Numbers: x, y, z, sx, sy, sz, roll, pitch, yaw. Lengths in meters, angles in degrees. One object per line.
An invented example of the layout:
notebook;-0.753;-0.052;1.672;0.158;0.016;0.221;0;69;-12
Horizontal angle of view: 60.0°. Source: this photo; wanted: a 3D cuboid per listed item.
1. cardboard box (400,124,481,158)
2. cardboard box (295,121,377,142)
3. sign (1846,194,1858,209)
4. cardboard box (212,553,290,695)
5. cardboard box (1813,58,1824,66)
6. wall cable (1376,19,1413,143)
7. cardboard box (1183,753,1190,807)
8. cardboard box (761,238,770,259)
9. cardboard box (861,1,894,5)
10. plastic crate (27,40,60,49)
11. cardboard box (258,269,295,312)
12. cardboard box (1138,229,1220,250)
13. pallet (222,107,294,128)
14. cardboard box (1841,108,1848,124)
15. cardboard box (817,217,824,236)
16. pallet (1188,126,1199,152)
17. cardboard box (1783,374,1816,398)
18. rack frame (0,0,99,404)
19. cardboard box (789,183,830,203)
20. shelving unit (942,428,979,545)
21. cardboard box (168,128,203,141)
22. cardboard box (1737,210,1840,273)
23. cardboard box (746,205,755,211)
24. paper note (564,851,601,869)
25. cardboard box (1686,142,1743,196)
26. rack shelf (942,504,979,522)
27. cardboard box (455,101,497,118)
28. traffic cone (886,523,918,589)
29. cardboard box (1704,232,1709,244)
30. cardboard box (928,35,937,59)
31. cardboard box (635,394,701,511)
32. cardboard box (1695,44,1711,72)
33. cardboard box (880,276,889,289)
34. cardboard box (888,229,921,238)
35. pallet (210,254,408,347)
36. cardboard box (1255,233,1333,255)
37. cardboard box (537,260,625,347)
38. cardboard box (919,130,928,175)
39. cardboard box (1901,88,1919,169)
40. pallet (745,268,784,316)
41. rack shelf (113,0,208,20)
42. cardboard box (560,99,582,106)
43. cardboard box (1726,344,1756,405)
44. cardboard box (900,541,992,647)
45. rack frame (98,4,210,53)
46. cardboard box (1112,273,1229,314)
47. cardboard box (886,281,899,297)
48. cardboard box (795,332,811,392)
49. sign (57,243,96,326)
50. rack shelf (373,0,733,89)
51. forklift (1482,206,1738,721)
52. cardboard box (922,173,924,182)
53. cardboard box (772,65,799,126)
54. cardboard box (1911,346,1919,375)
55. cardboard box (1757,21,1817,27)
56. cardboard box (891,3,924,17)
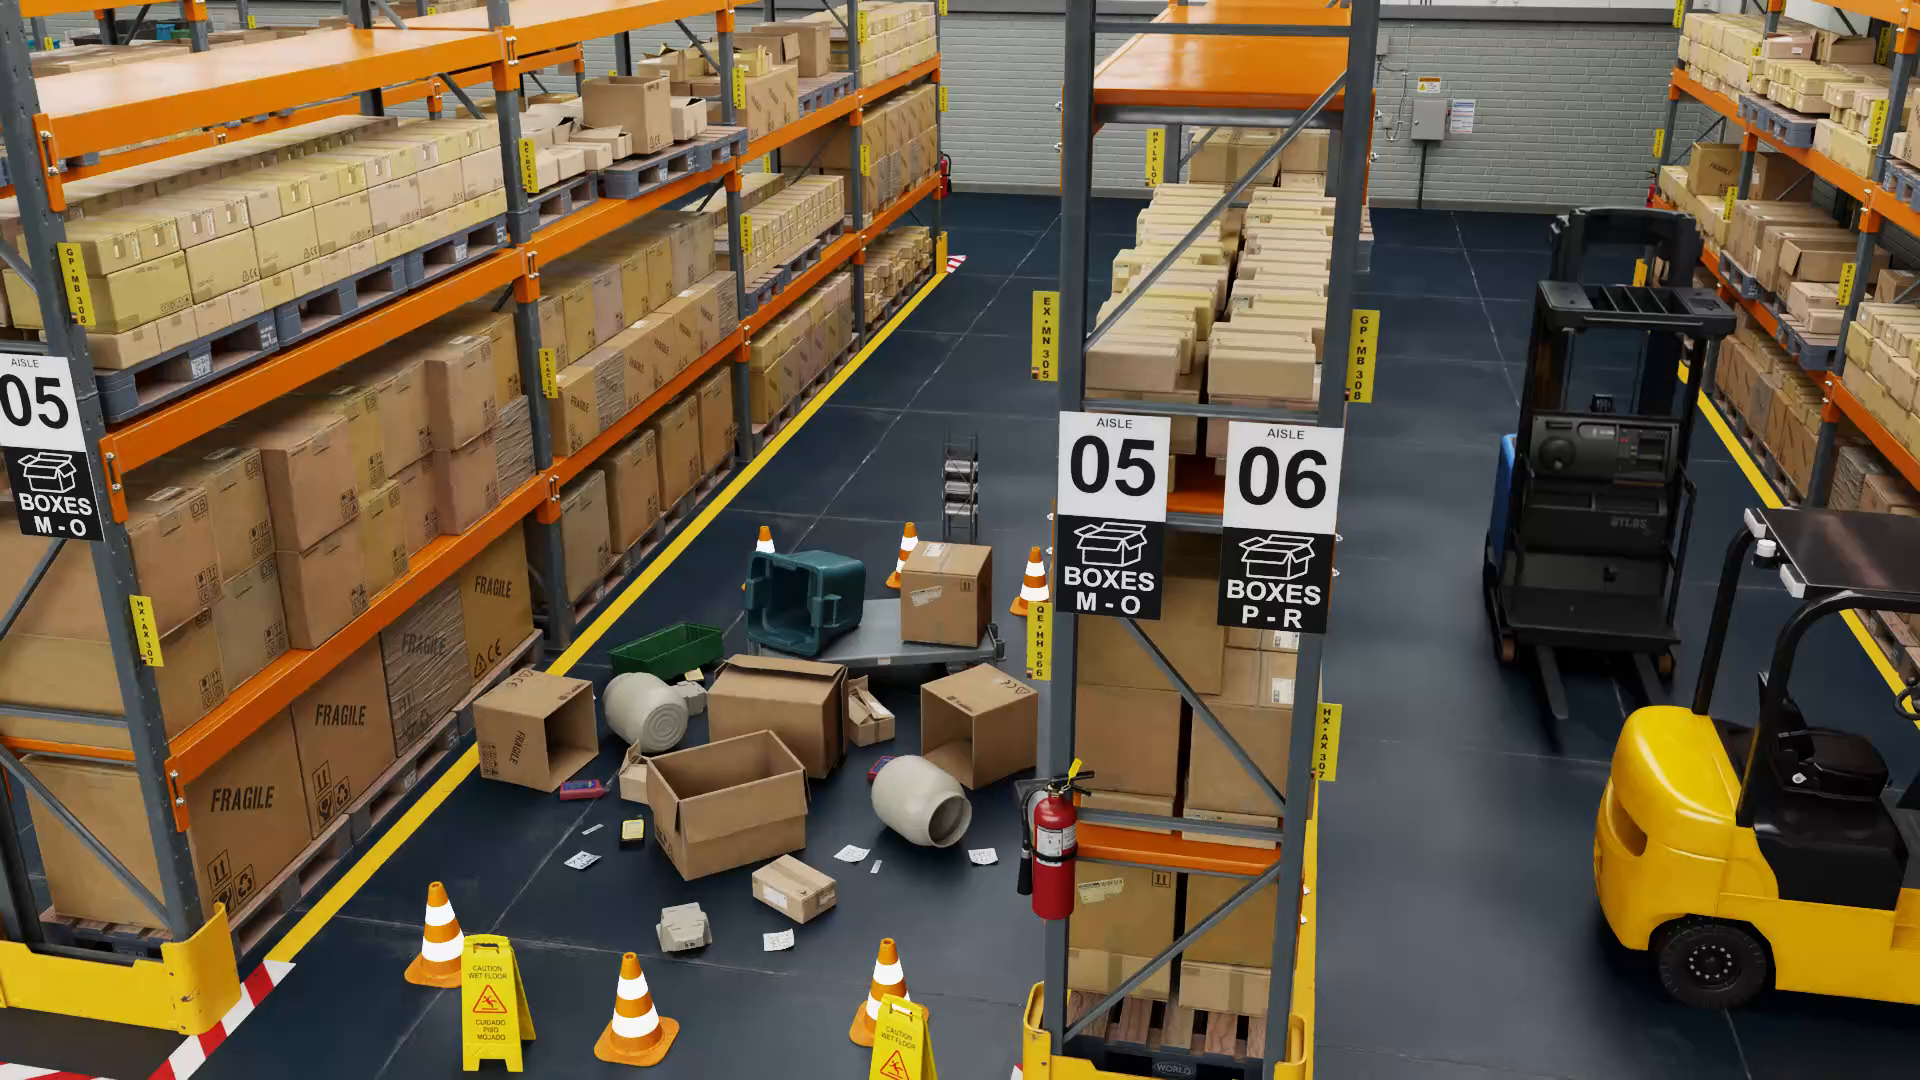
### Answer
cardboard box;-3.017;-2.315;9.643;0.380;0.149;0.250;4;22;11
cardboard box;-3.661;-2.364;9.767;0.380;0.149;0.250;4;22;10
sign;8.700;-3.384;16.190;0.100;0.325;0.005;4;22;11
cardboard box;-3.897;0.372;8.214;0.875;0.550;0.550;4;22;11
cardboard box;8.209;-4.423;15.548;0.380;0.149;0.250;4;22;10
wall cable;6.631;-7.159;25.754;0.588;1.984;0.122;4;22;11
cardboard box;1.157;1.039;7.096;0.380;0.149;0.250;5;22;12
cardboard box;-1.987;-2.717;15.461;0.380;0.149;0.250;4;22;9
cardboard box;-1.043;-6.705;20.971;0.380;0.149;0.250;4;22;10
plastic crate;-11.381;-6.069;20.616;0.416;0.233;0.300;4;22;11
cardboard box;-3.429;-1.203;7.950;0.380;0.149;0.250;5;22;11
cardboard box;1.068;-1.413;8.100;0.380;0.149;0.250;4;22;10
pallet;-7.142;-4.101;15.758;1.213;0.211;1.003;6;23;13
cardboard box;7.435;-3.449;13.553;0.380;0.149;0.250;5;22;11
cardboard box;-1.614;-3.245;17.170;0.380;0.149;0.250;3;22;8
pallet;2.560;-3.345;13.882;1.213;0.211;1.003;6;23;13
cardboard box;7.464;-1.340;14.582;0.380;0.149;0.250;4;22;10
rack frame;-4.019;-1.999;6.272;1.000;3.000;0.127;4;22;11
cardboard box;-1.570;-3.605;17.267;0.380;0.149;0.250;4;22;9
shelving unit;0.002;-0.420;13.193;0.258;0.900;0.210;4;22;11
cardboard box;-7.078;-3.686;14.677;0.500;0.250;0.500;5;22;11
cardboard box;7.733;-2.780;15.544;0.700;0.500;0.500;5;22;12
cardboard box;-2.309;-3.329;16.980;0.380;0.149;0.250;5;23;13
paper note;-2.045;1.733;9.012;0.144;0.017;0.142;13;25;29
cardboard box;8.310;-4.073;18.250;0.500;0.500;0.500;5;22;12
rack shelf;0.002;-0.223;13.273;0.258;0.077;0.200;4;22;11
cardboard box;-6.153;-5.371;21.474;0.500;0.500;0.500;4;22;9
traffic cone;-0.373;0.095;12.497;0.336;0.463;0.334;4;22;11
cardboard box;8.115;-3.195;17.607;0.380;0.149;0.250;5;22;12
cardboard box;-0.588;-6.203;20.926;0.500;0.250;0.500;4;22;10
cardboard box;-2.774;-0.758;13.669;1.050;0.750;0.750;5;22;12
cardboard box;8.414;-5.295;18.274;0.500;0.250;0.500;4;22;9
cardboard box;-1.068;-3.112;19.922;0.380;0.149;0.250;6;23;13
cardboard box;-0.721;-3.916;21.519;0.380;0.149;0.250;5;22;12
pallet;-3.631;-1.286;8.636;1.003;0.211;1.213;4;22;11
cardboard box;1.614;-1.371;7.997;0.380;0.149;0.250;5;22;12
cardboard box;-2.901;-1.745;12.198;0.700;0.500;0.500;5;22;11
cardboard box;-0.704;-4.880;20.924;0.500;0.500;0.500;4;22;10
cardboard box;6.954;-2.857;11.588;0.500;0.500;0.500;5;22;11
pallet;-2.345;-2.322;15.360;1.213;0.211;1.003;4;22;11
rack shelf;-6.813;-5.552;16.592;1.077;0.370;4.000;4;22;11
cardboard box;-2.852;-3.274;12.957;0.500;0.250;0.500;5;22;12
cardboard box;7.738;-1.568;16.015;0.500;0.500;0.500;4;22;10
cardboard box;-0.085;0.345;10.815;0.500;0.500;0.500;4;22;11
rack frame;-7.221;-5.340;14.567;1.000;3.000;0.127;4;22;11
cardboard box;0.994;-1.102;7.863;0.500;0.250;0.500;5;22;11
cardboard box;-0.956;-3.064;20.200;0.380;0.149;0.250;4;22;9
cardboard box;-1.793;-1.789;16.564;0.500;0.500;0.500;4;22;10
sign;-3.477;-1.005;6.544;0.100;0.325;0.005;4;22;11
rack shelf;-2.795;-3.674;11.929;1.077;0.370;4.000;4;22;11
forklift;4.256;-0.597;10.913;1.130;2.935;3.031;5;22;11
cardboard box;-0.668;-4.630;21.170;0.380;0.149;0.250;4;22;10
cardboard box;-1.817;-4.135;15.457;0.500;0.500;0.500;4;22;11
cardboard box;6.734;-1.205;11.328;0.380;0.149;0.250;5;22;12
cardboard box;8.953;-5.479;18.061;0.500;0.250;0.500;5;22;11
cardboard box;-0.659;-6.578;20.655;0.380;0.149;0.250;5;22;12
